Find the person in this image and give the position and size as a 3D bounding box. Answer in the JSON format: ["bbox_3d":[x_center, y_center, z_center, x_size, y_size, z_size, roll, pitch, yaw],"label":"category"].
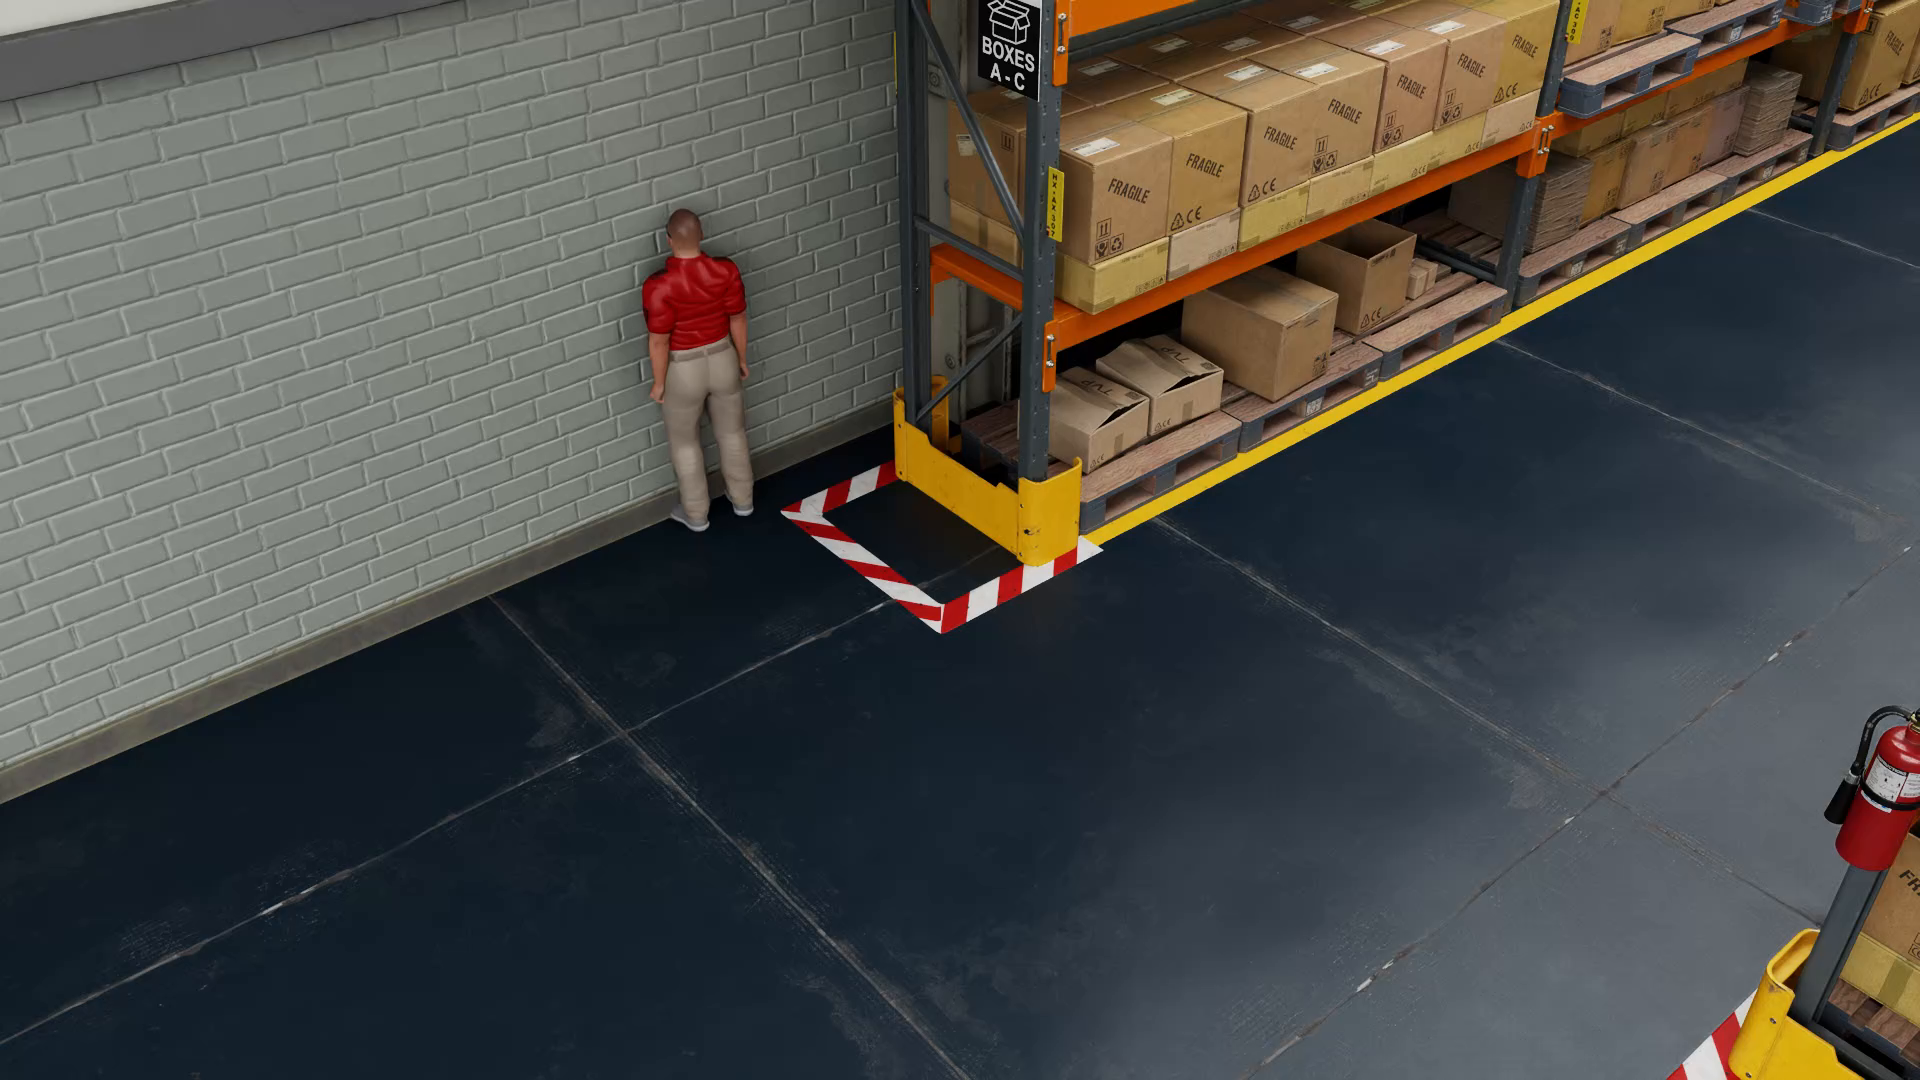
[{"bbox_3d":[-1.306,-0.847,8.270,0.525,1.731,0.364,-19,40,-25],"label":"person"}]
